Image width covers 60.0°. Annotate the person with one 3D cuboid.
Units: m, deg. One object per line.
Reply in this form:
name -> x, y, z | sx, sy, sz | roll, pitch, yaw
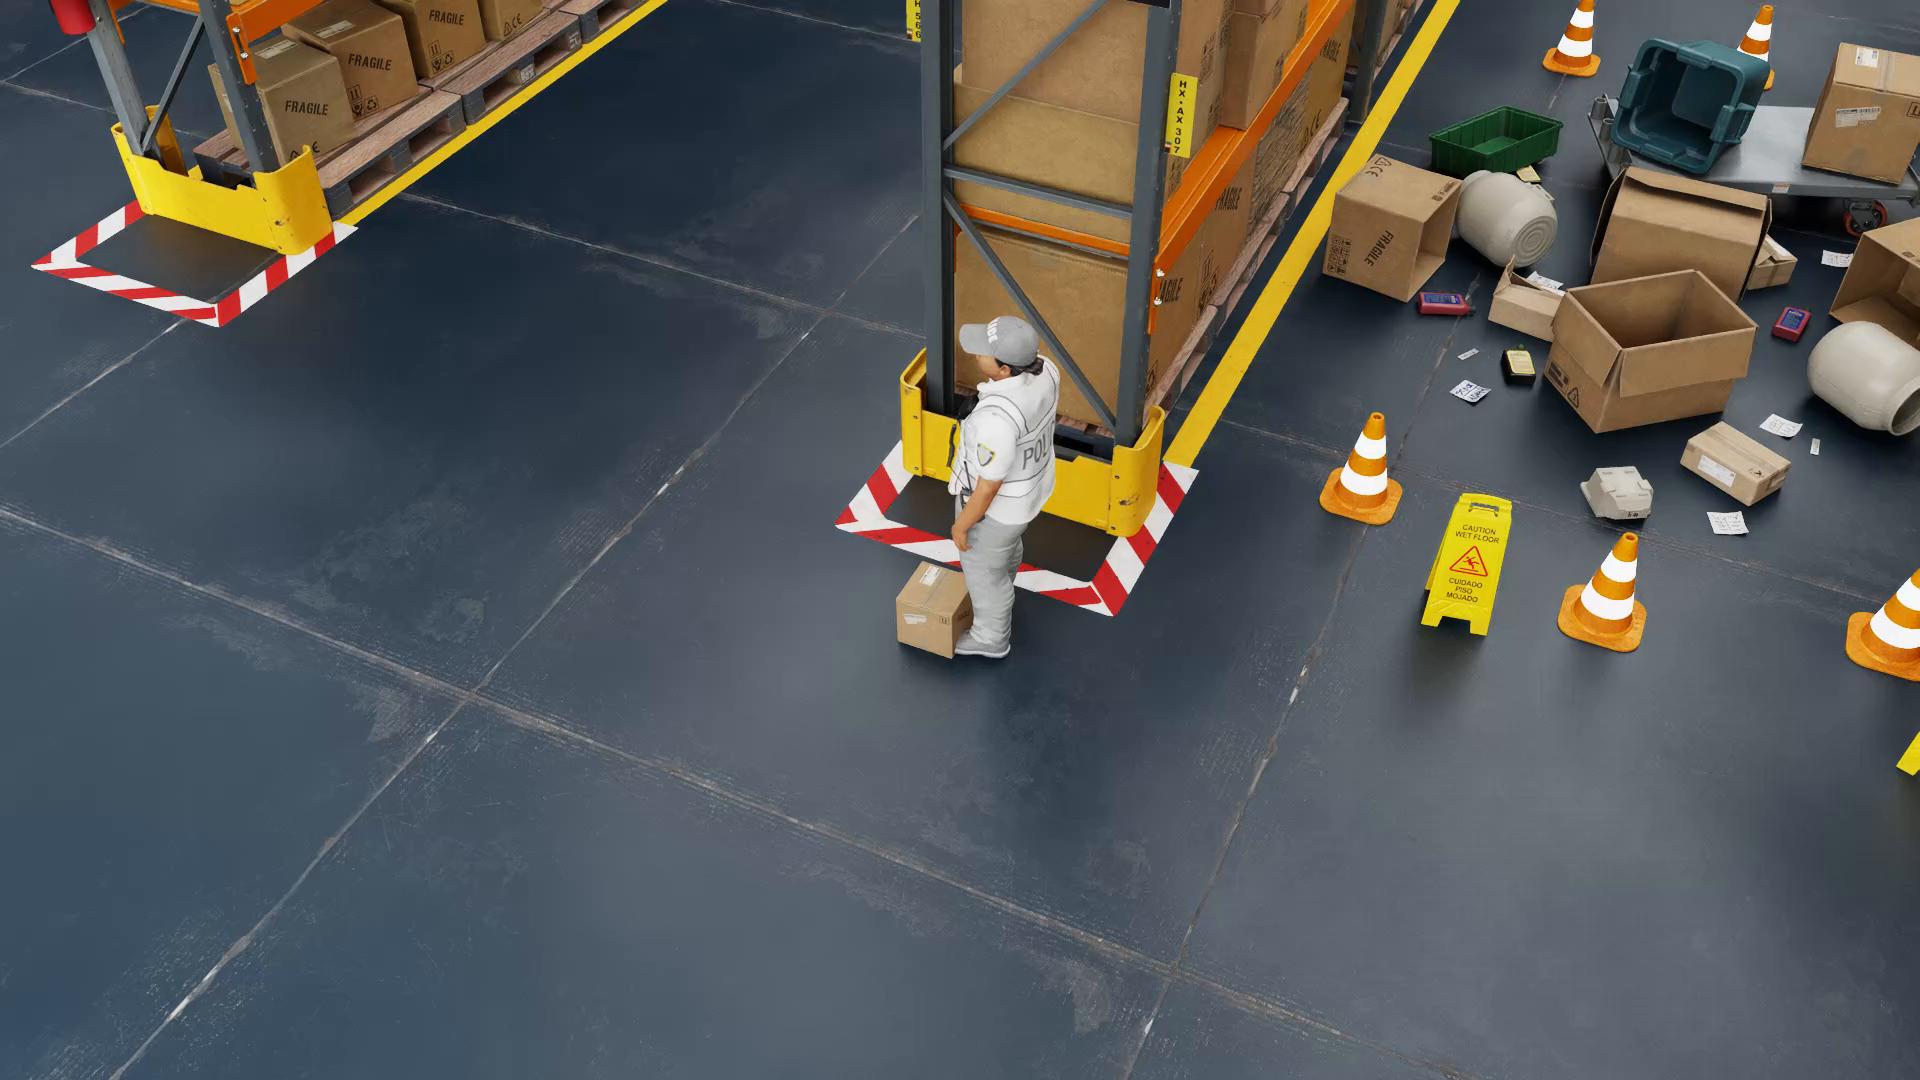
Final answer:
person -> 0.092, -0.212, 6.376 | 0.529, 1.670, 0.598 | 18, 45, 19
